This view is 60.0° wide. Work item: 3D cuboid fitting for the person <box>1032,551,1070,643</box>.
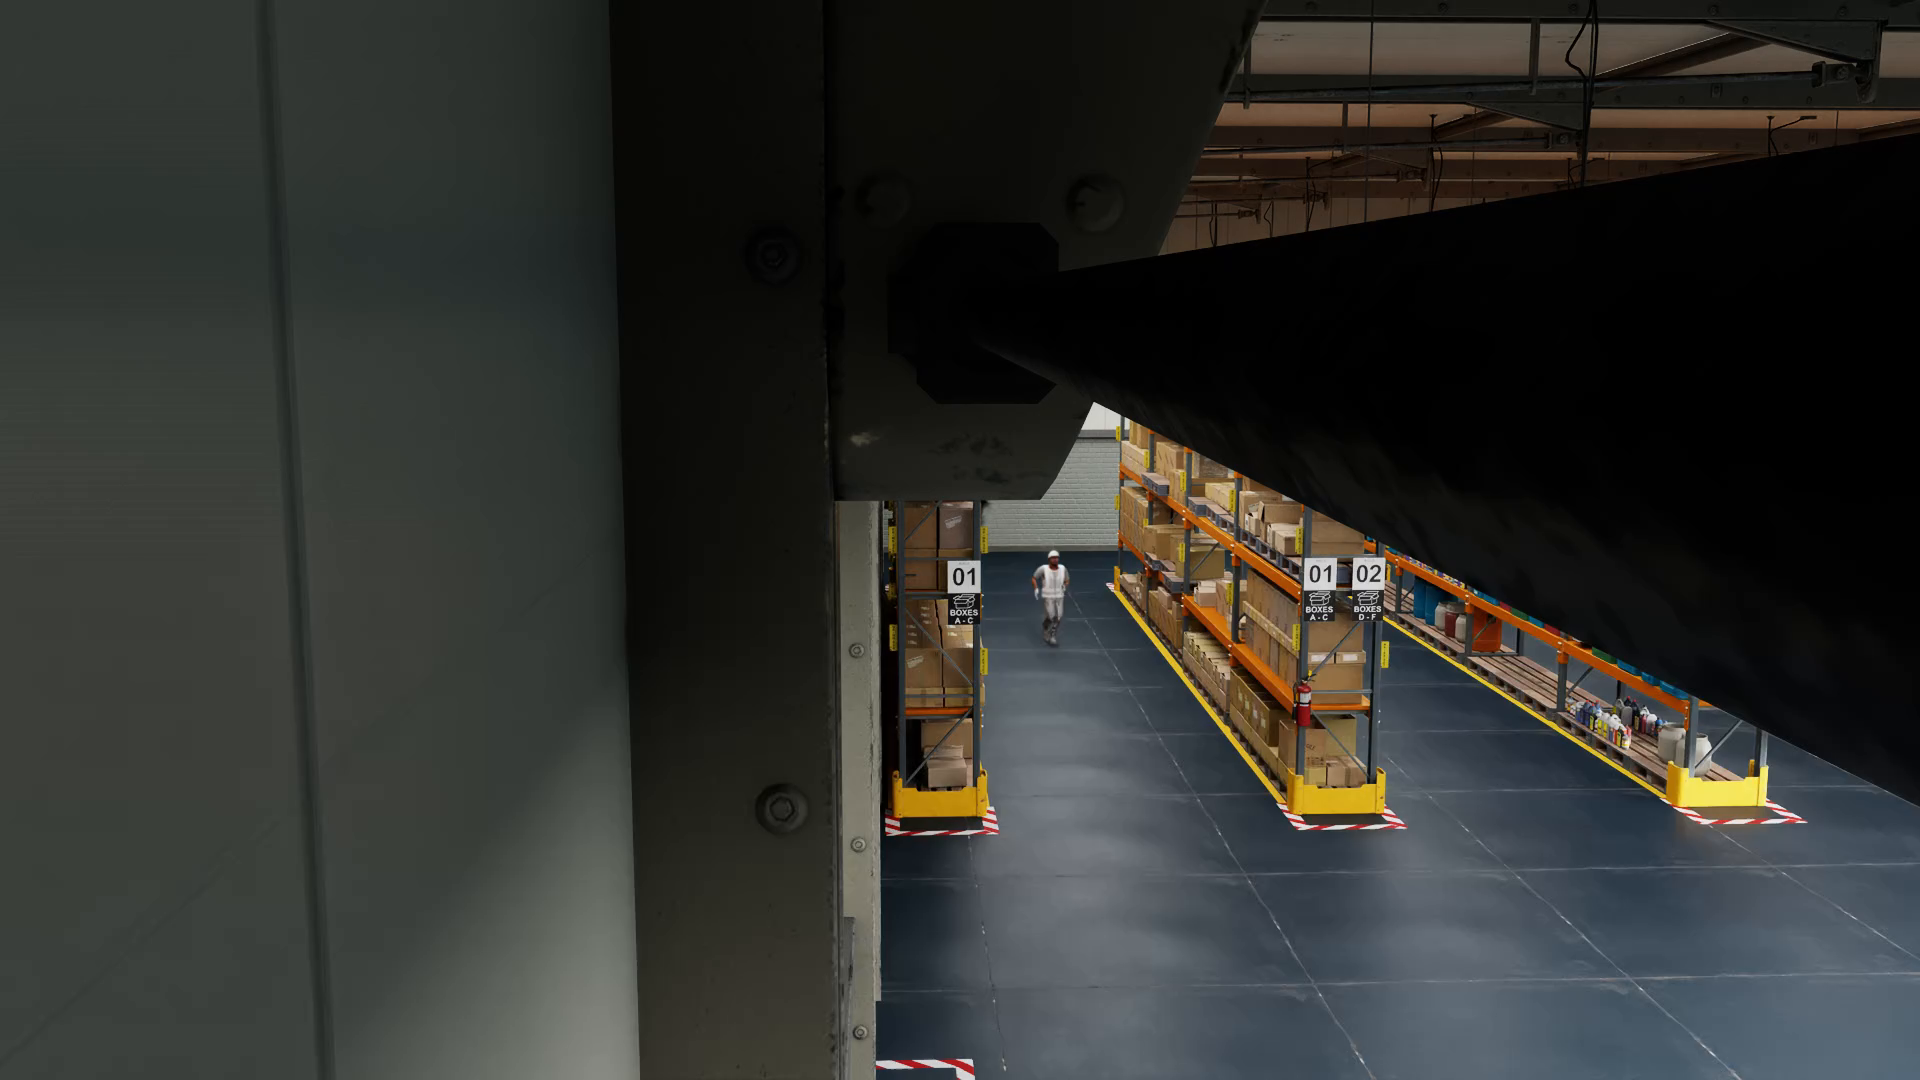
[{"bbox_3d":[1.719,1.065,30.555,0.671,1.739,0.628,-2,9,-16],"label":"person"}]
